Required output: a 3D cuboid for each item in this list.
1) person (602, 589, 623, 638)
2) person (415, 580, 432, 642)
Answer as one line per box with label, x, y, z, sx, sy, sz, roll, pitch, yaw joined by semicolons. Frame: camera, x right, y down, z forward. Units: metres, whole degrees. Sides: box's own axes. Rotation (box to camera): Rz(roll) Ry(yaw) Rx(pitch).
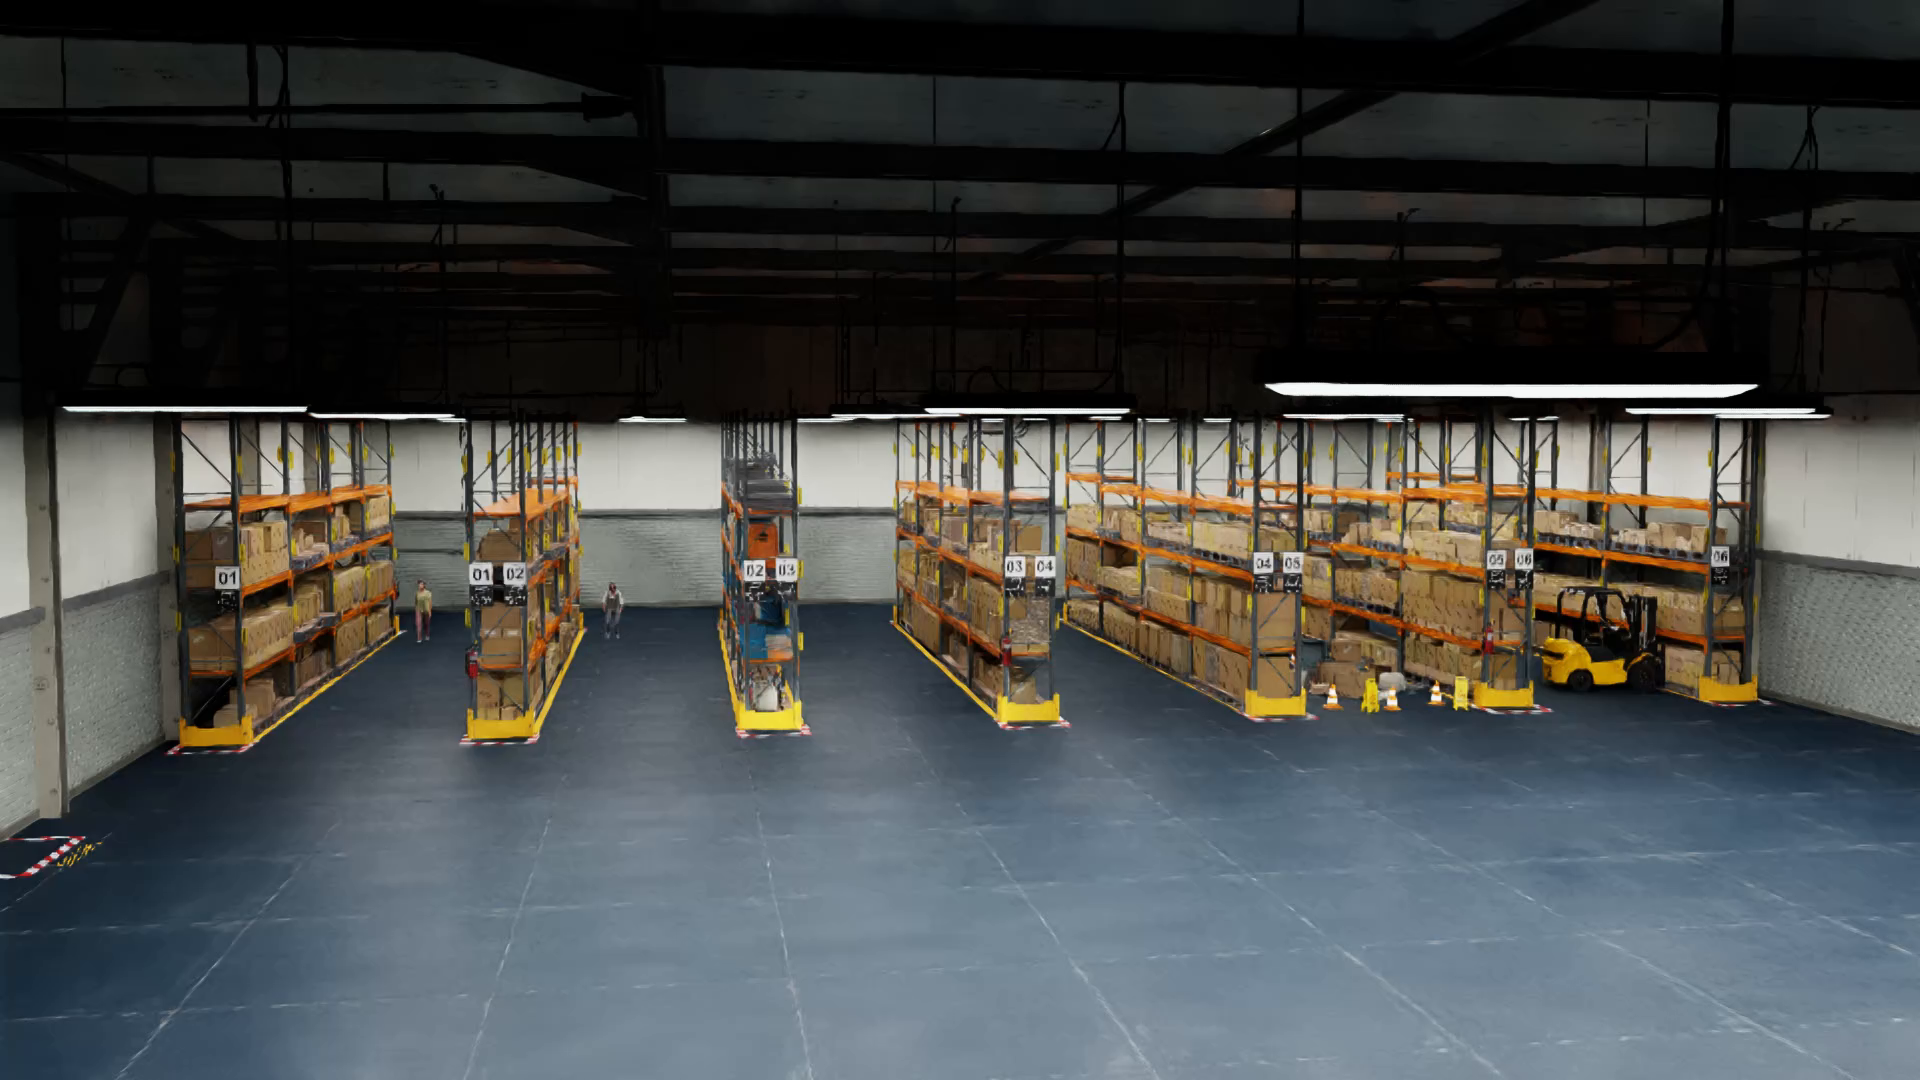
person;-9.287;1.968;44.409;0.544;1.333;0.453;-1;4;-12
person;-14.130;1.859;43.796;0.458;1.612;1.019;-1;4;-11
